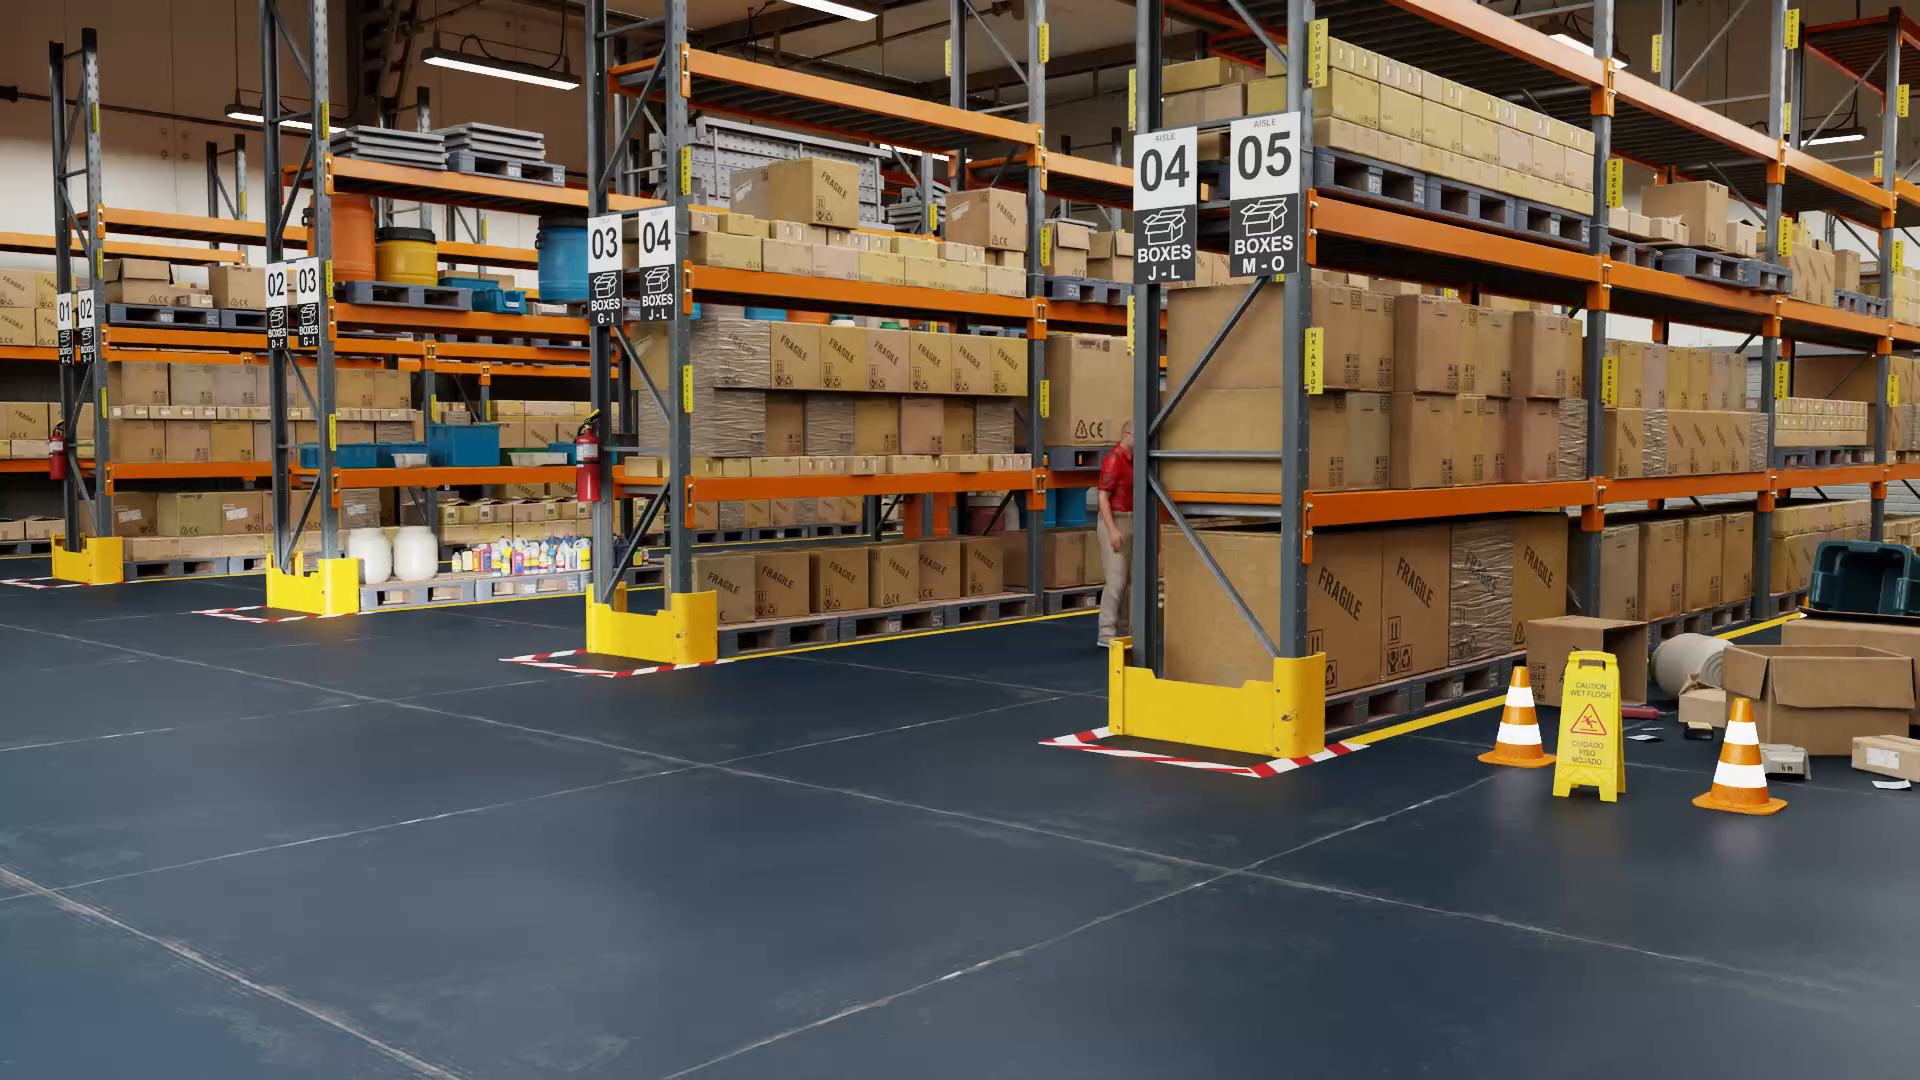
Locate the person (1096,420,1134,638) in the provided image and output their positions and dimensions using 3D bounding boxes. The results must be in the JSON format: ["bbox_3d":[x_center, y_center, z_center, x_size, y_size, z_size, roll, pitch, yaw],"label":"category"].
[{"bbox_3d":[1.255,-0.088,12.691,0.359,1.657,0.568,3,5,39],"label":"person"}]
